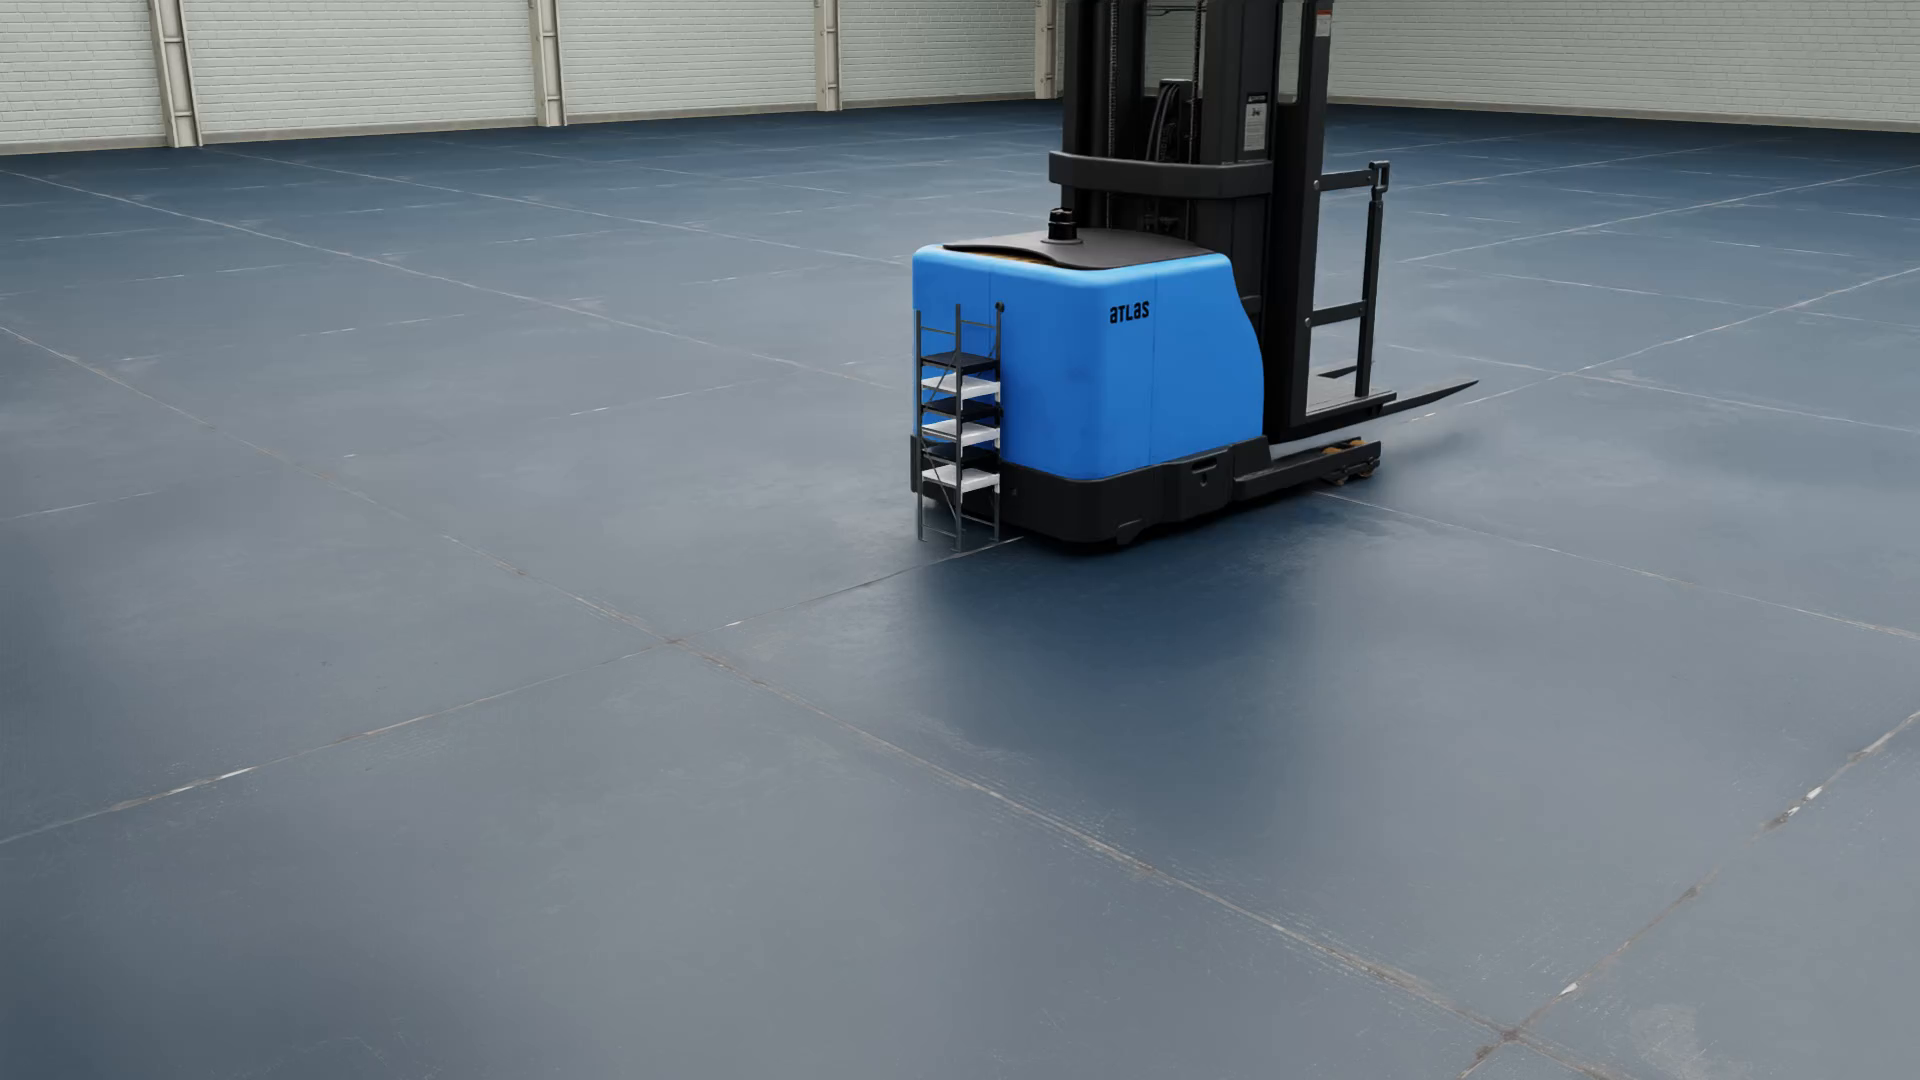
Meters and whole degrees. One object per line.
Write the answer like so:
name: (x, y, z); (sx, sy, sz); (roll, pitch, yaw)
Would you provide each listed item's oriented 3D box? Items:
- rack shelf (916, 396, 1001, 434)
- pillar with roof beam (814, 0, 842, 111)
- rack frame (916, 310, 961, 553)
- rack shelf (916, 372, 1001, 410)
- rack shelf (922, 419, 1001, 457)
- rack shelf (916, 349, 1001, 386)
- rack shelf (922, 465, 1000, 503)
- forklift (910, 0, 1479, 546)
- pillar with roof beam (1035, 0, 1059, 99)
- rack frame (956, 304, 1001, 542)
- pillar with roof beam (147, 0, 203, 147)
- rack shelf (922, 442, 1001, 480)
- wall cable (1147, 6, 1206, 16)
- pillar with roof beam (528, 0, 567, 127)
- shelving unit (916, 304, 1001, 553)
rack shelf: (-0.006, -0.480, 6.323); (0.200, 0.077, 0.258); (-16, 24, -41)
pillar with roof beam: (0.447, -11.571, 27.582); (0.400, 9.000, 9.100); (-16, 24, -41)
rack frame: (-0.080, -0.405, 6.274); (0.006, 0.900, 0.240); (-16, 24, -41)
rack shelf: (-0.006, -0.566, 6.295); (0.200, 0.077, 0.258); (-16, 24, -41)
rack shelf: (-0.006, -0.395, 6.351); (0.200, 0.077, 0.258); (-16, 24, -41)
rack shelf: (-0.006, -0.651, 6.268); (0.200, 0.077, 0.258); (-16, 24, -41)
rack shelf: (-0.006, -0.223, 6.406); (0.200, 0.077, 0.258); (-16, 24, -41)
forklift: (1.222, -1.735, 7.083); (3.031, 2.935, 1.130); (-16, 24, -40)
pillar with roof beam: (4.807, -12.842, 31.503); (0.400, 9.000, 9.100); (-16, 24, -41)
rack frame: (0.068, -0.448, 6.407); (0.006, 0.900, 0.240); (-16, 24, -41)
pillar with roof beam: (-8.272, -9.028, 19.739); (0.400, 9.000, 9.100); (-16, 24, -41)
rack shelf: (-0.006, -0.309, 6.379); (0.200, 0.077, 0.258); (-16, 24, -41)
wall cable: (4.898, -12.658, 35.969); (0.112, 2.526, 3.097); (-16, 24, -41)
pillar with roof beam: (-3.912, -10.300, 23.661); (0.400, 9.000, 9.100); (-16, 24, -41)
shelving unit: (-0.006, -0.426, 6.341); (0.210, 0.900, 0.258); (-16, 24, -41)
